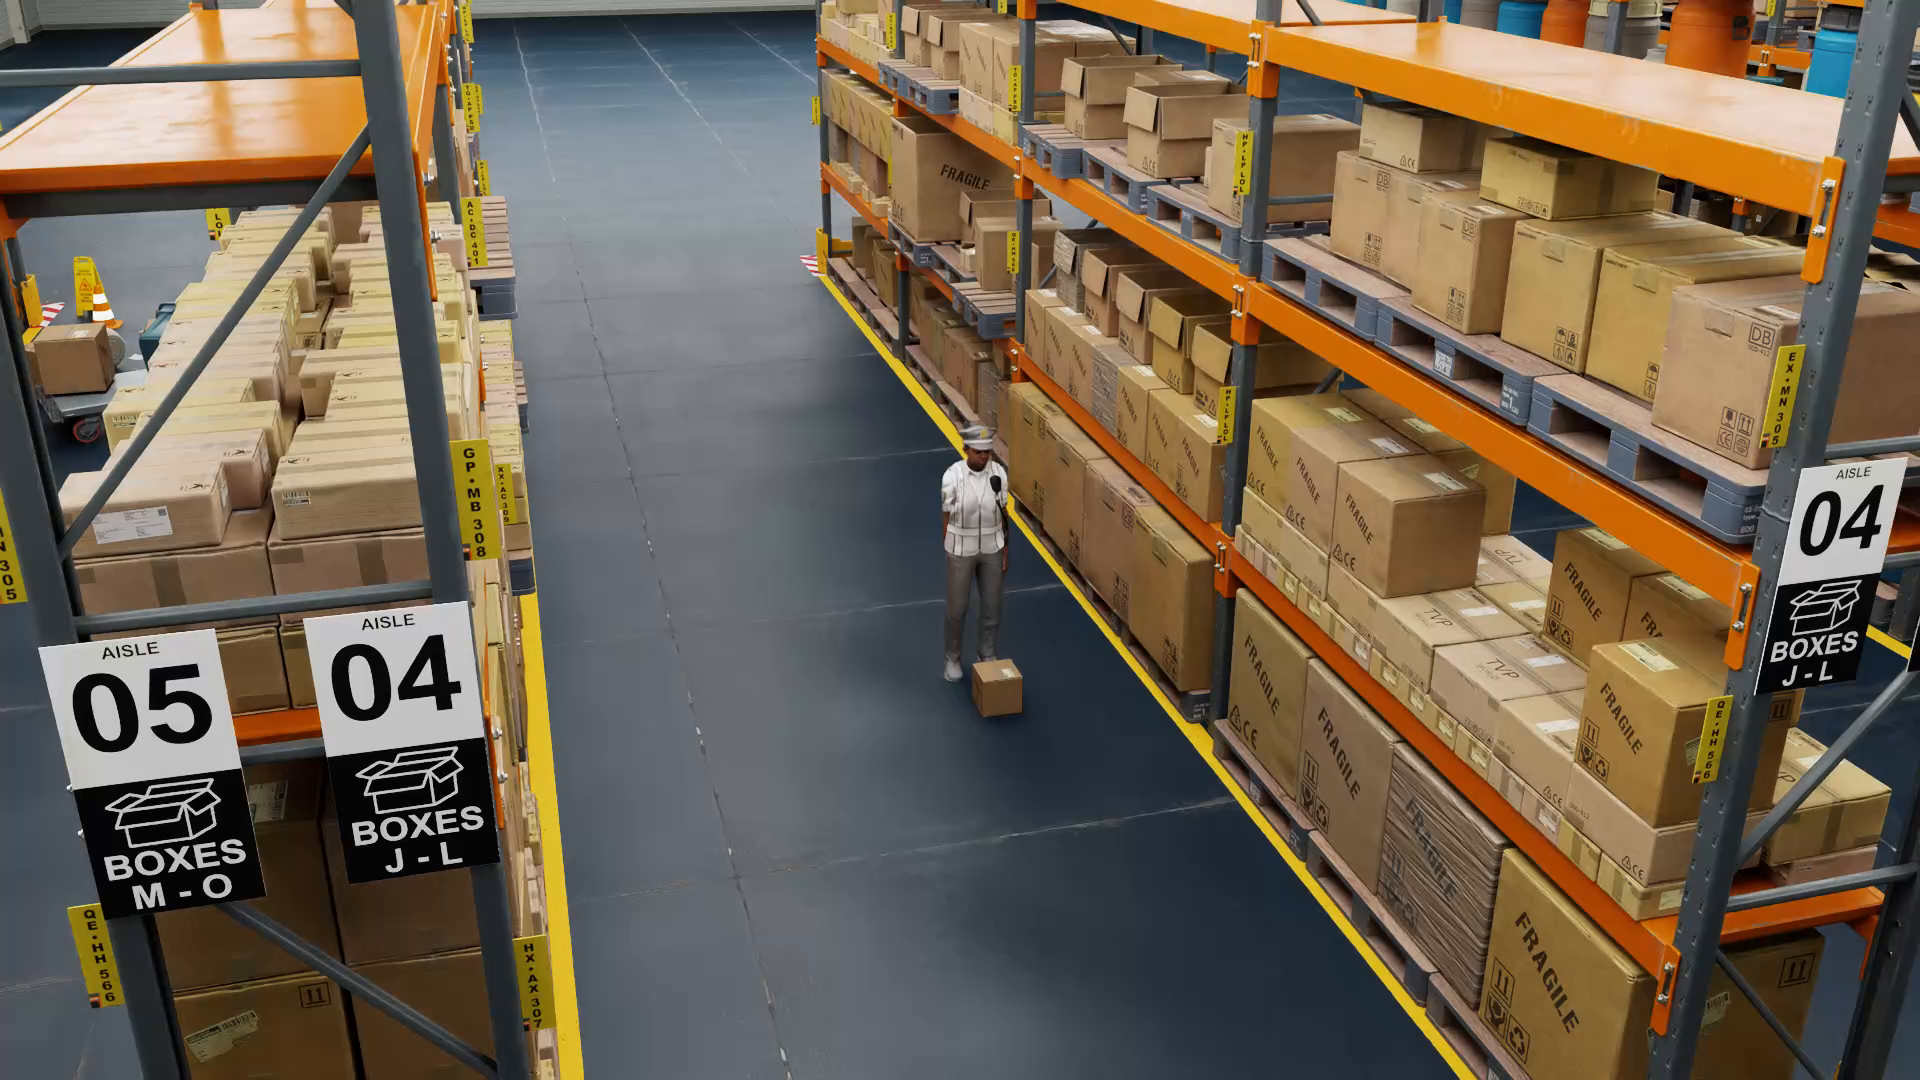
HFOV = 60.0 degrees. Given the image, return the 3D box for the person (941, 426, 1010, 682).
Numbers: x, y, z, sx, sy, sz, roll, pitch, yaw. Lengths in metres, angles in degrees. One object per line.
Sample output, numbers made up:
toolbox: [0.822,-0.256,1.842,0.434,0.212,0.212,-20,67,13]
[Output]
person: [0.106,0.080,10.448,0.438,1.696,0.339,-6,24,-13]
